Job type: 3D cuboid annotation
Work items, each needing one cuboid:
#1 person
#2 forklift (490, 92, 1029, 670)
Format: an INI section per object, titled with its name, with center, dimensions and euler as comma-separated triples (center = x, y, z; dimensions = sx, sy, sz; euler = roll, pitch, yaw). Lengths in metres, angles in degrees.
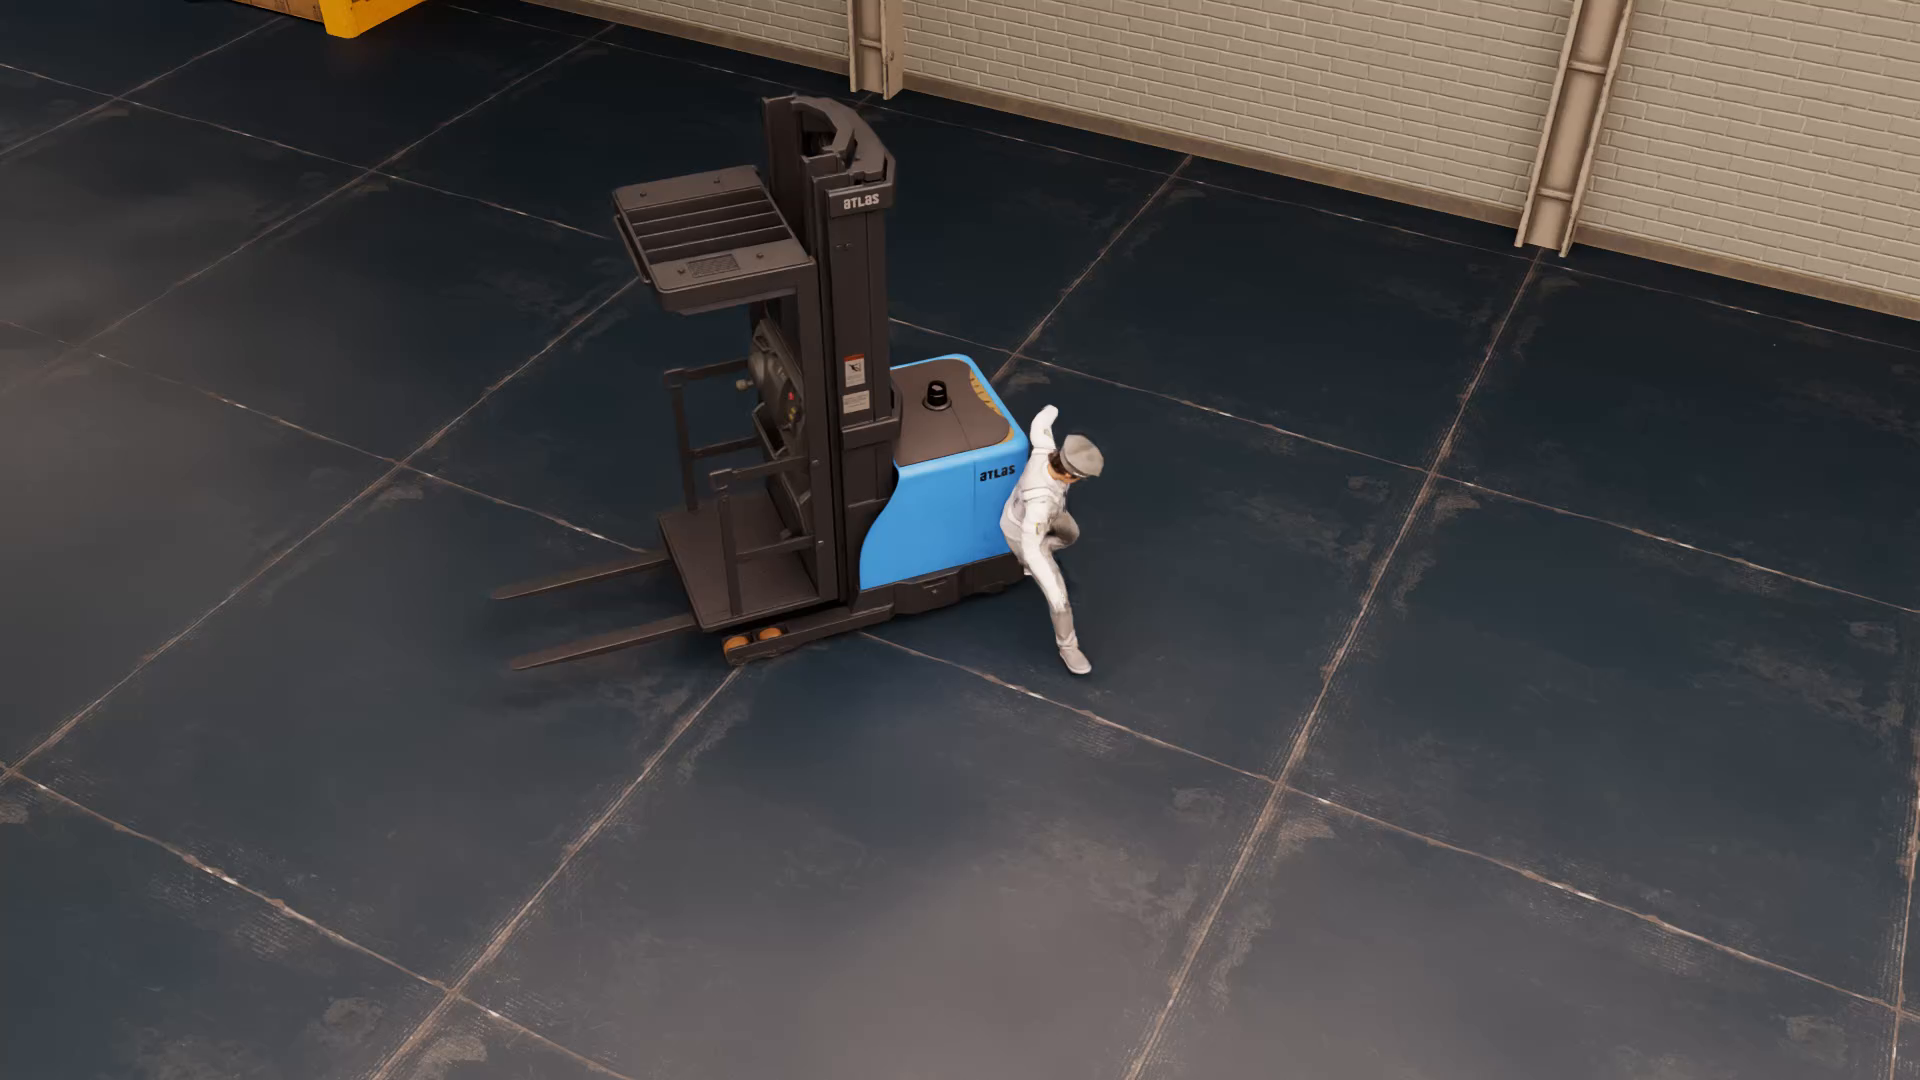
[person]
center = 0.511, -0.119, 9.292
dimensions = 0.744, 1.431, 1.090
euler = 12, 41, 13
[forklift]
center = -1.170, -0.798, 8.934
dimensions = 3.031, 2.935, 1.130
euler = -14, 42, -16
